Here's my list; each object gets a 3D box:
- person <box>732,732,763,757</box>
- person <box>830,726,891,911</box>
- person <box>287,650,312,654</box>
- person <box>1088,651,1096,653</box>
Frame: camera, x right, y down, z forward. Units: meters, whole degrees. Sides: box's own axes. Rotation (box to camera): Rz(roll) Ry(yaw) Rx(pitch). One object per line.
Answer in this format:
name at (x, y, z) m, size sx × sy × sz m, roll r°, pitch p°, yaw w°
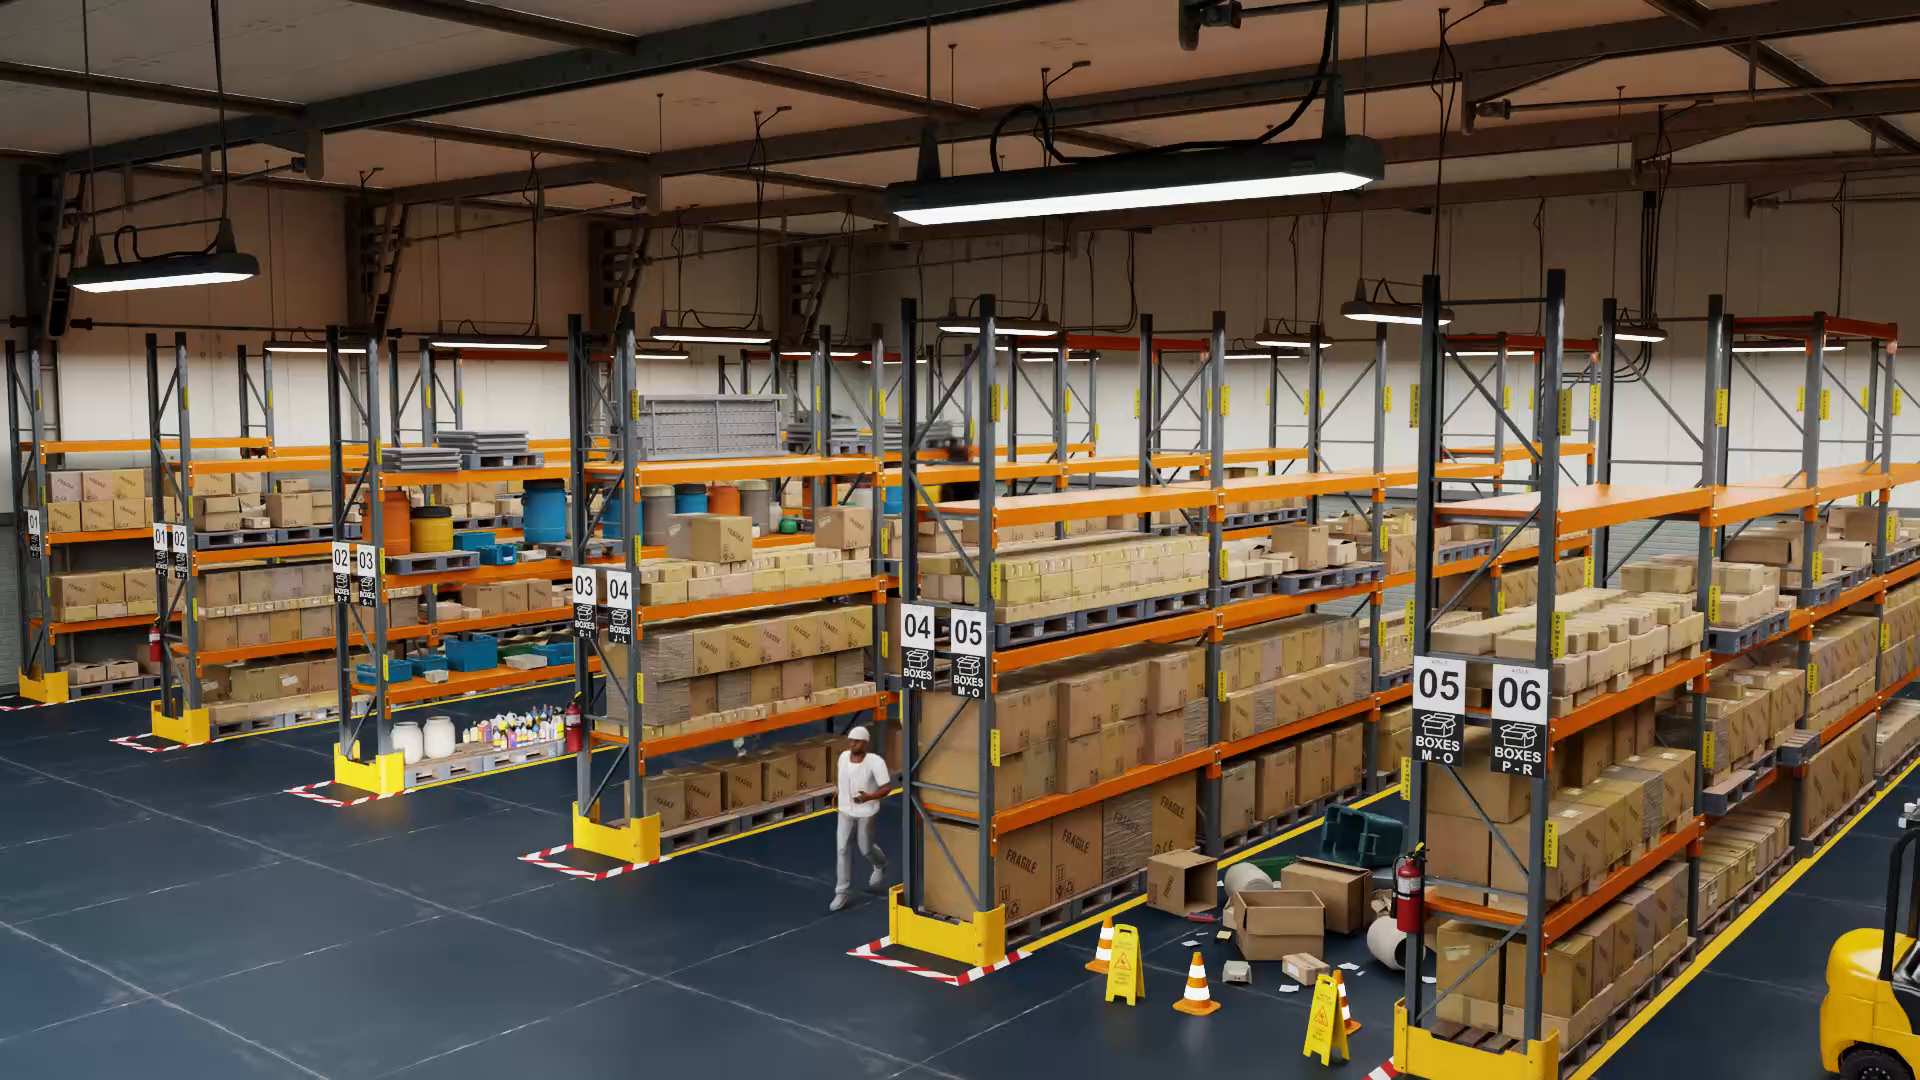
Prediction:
person at (-3.022, 2.228, 23.084) m, size 0.657 × 1.742 × 0.602 m, roll 3°, pitch 6°, yaw 27°
person at (-1.016, 2.760, 16.830) m, size 0.703 × 1.781 × 0.960 m, roll 2°, pitch 6°, yaw 23°
person at (-11.158, 1.764, 28.181) m, size 0.715 × 1.735 × 0.826 m, roll 3°, pitch 6°, yaw 28°
person at (1.854, 2.312, 22.567) m, size 0.600 × 1.621 × 0.756 m, roll 4°, pitch 7°, yaw 39°
